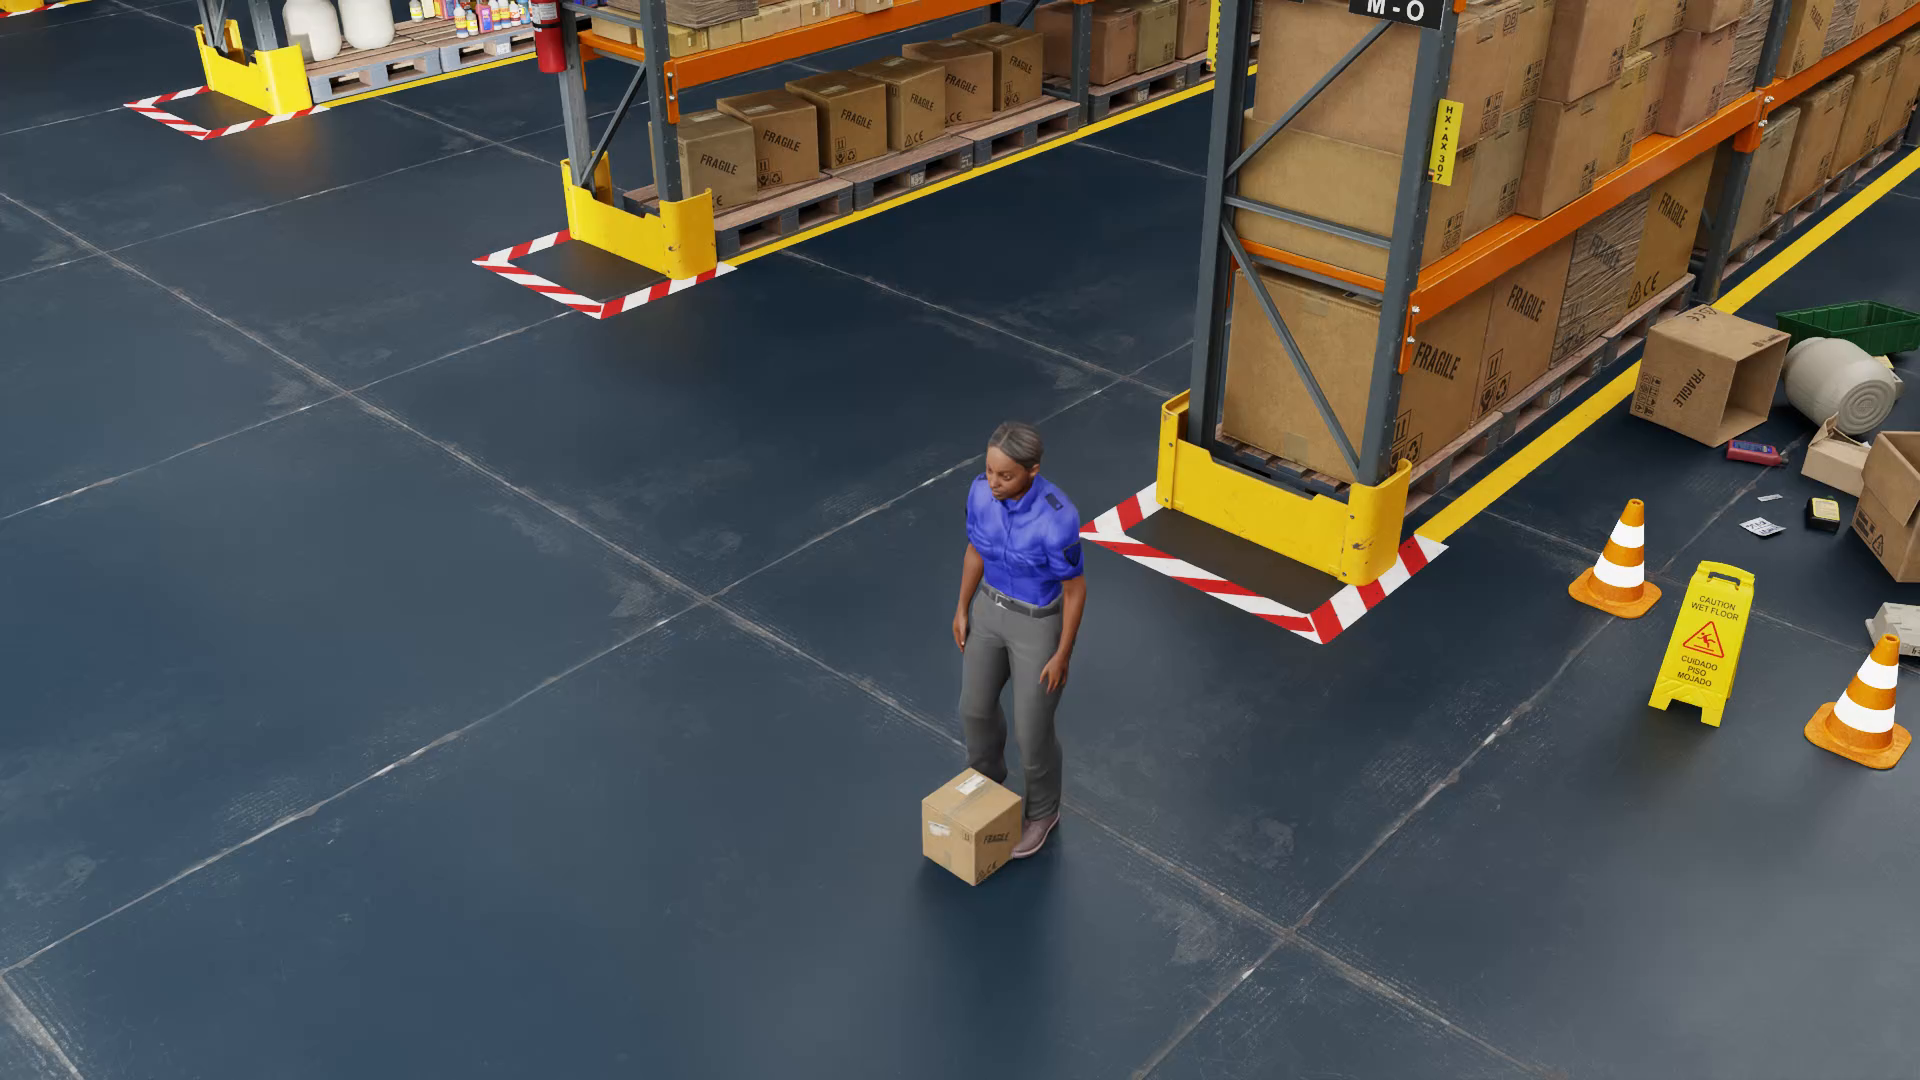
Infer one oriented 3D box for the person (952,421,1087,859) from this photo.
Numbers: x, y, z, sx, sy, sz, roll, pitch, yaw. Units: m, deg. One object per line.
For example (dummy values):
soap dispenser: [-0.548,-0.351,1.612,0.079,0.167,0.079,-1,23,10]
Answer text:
person: [0.183,0.310,5.633,0.506,1.655,0.347,24,39,33]
